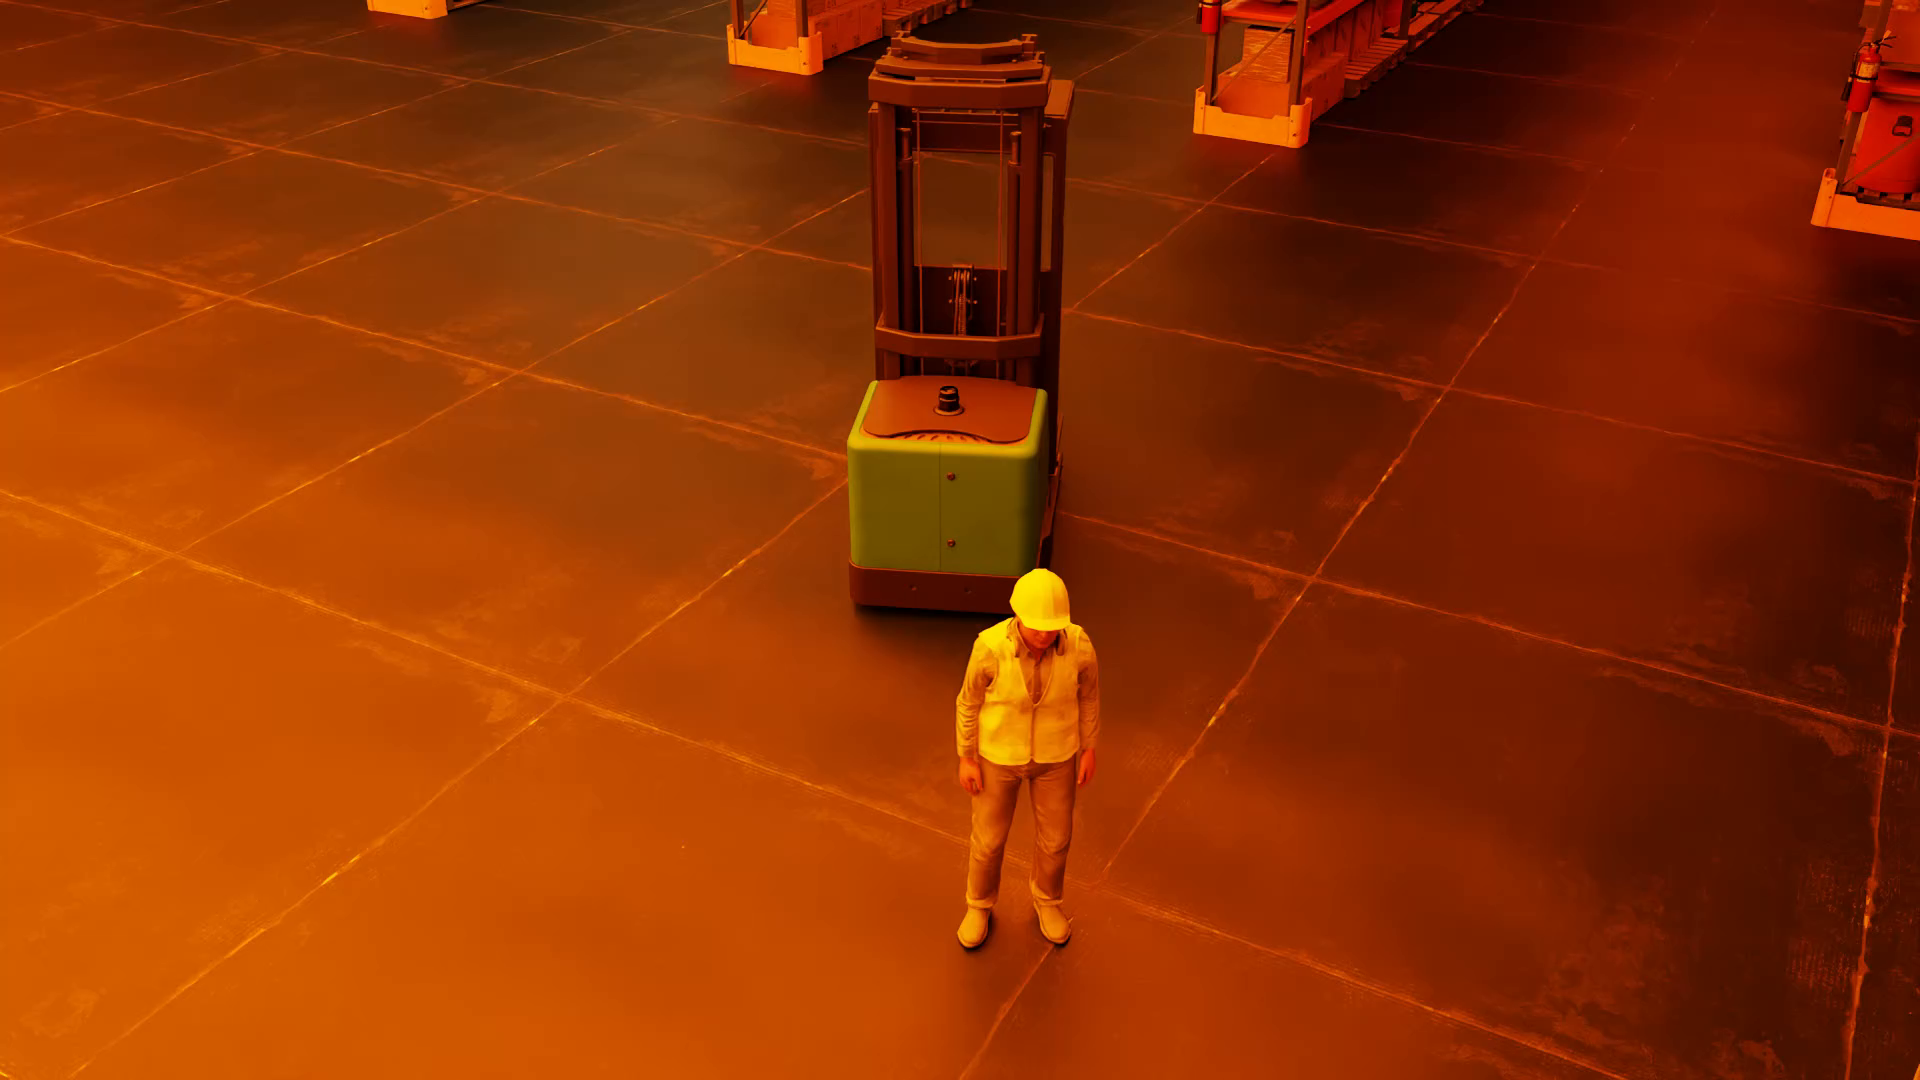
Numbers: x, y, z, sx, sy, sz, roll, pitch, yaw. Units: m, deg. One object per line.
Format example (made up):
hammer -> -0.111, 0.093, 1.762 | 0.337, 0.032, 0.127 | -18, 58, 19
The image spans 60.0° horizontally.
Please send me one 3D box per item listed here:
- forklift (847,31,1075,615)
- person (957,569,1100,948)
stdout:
forklift -> 0.072, -1.572, 9.794 | 1.130, 2.935, 3.031 | 3, 30, 6
person -> 0.273, 0.865, 6.733 | 0.592, 1.770, 0.465 | -3, 30, -6
